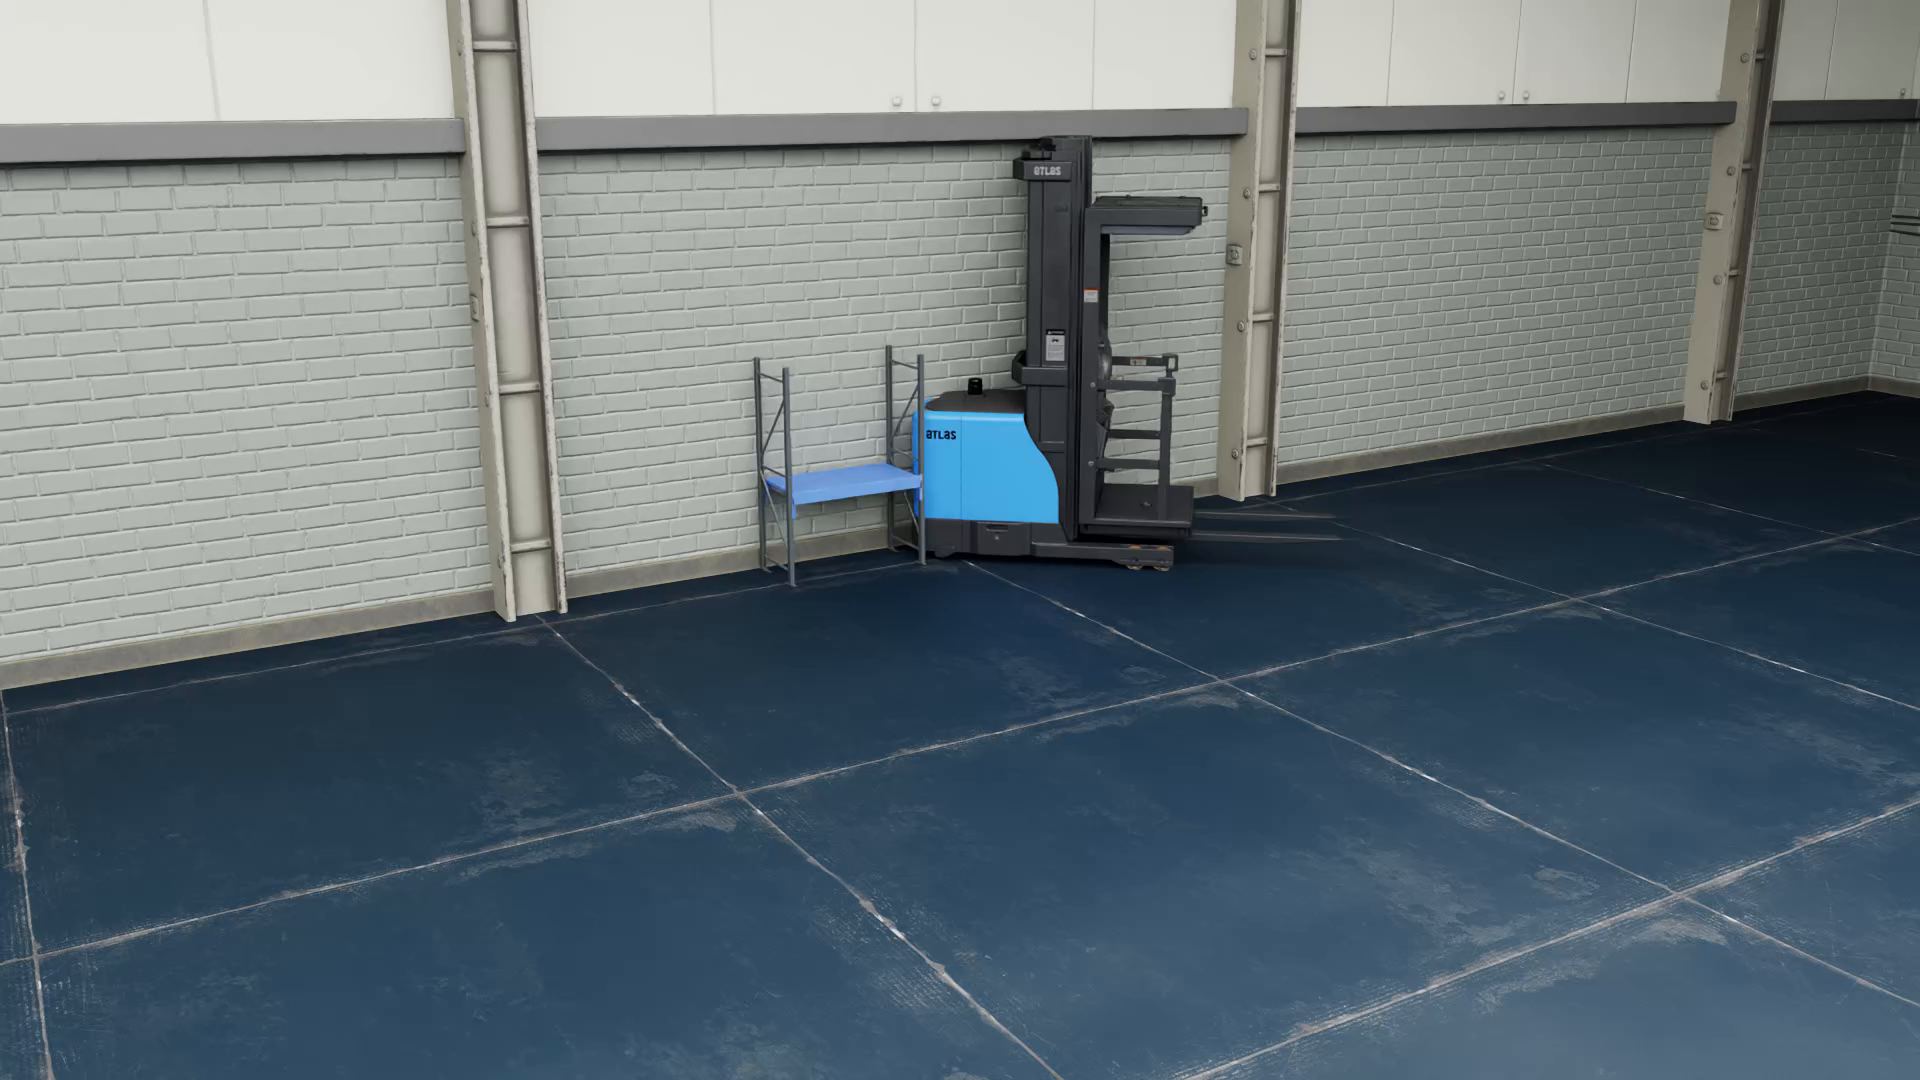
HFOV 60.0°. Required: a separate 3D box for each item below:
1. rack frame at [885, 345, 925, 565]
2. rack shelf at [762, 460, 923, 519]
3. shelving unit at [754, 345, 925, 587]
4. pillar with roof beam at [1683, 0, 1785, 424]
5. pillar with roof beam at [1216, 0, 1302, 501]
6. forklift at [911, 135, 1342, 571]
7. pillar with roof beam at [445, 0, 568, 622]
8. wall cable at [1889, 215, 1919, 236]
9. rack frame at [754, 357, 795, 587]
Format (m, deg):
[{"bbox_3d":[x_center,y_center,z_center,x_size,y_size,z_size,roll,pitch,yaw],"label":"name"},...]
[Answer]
[{"bbox_3d":[-0.387,-0.602,11.778,0.032,1.500,0.500,-9,18,-30],"label":"rack frame"},{"bbox_3d":[-0.823,-0.358,11.575,1.000,0.185,0.538,-9,18,-30],"label":"rack shelf"},{"bbox_3d":[-0.823,-0.531,11.526,1.048,1.500,0.538,-9,18,-30],"label":"shelving unit"},{"bbox_3d":[9.723,-4.547,11.960,0.400,9.000,9.100,-9,18,-30],"label":"pillar with roof beam"},{"bbox_3d":[4.580,-3.713,8.985,0.400,9.000,9.100,-9,18,-30],"label":"pillar with roof beam"},{"bbox_3d":[1.214,-1.348,11.790,3.031,2.935,1.130,2,16,8],"label":"forklift"},{"bbox_3d":[-0.564,-2.879,6.010,0.400,9.000,9.100,-9,18,-30],"label":"pillar with roof beam"},{"bbox_3d":[10.712,-4.152,16.302,0.112,2.526,3.097,-9,18,-30],"label":"wall cable"},{"bbox_3d":[-1.259,-0.461,11.274,0.032,1.500,0.500,-9,18,-30],"label":"rack frame"}]
